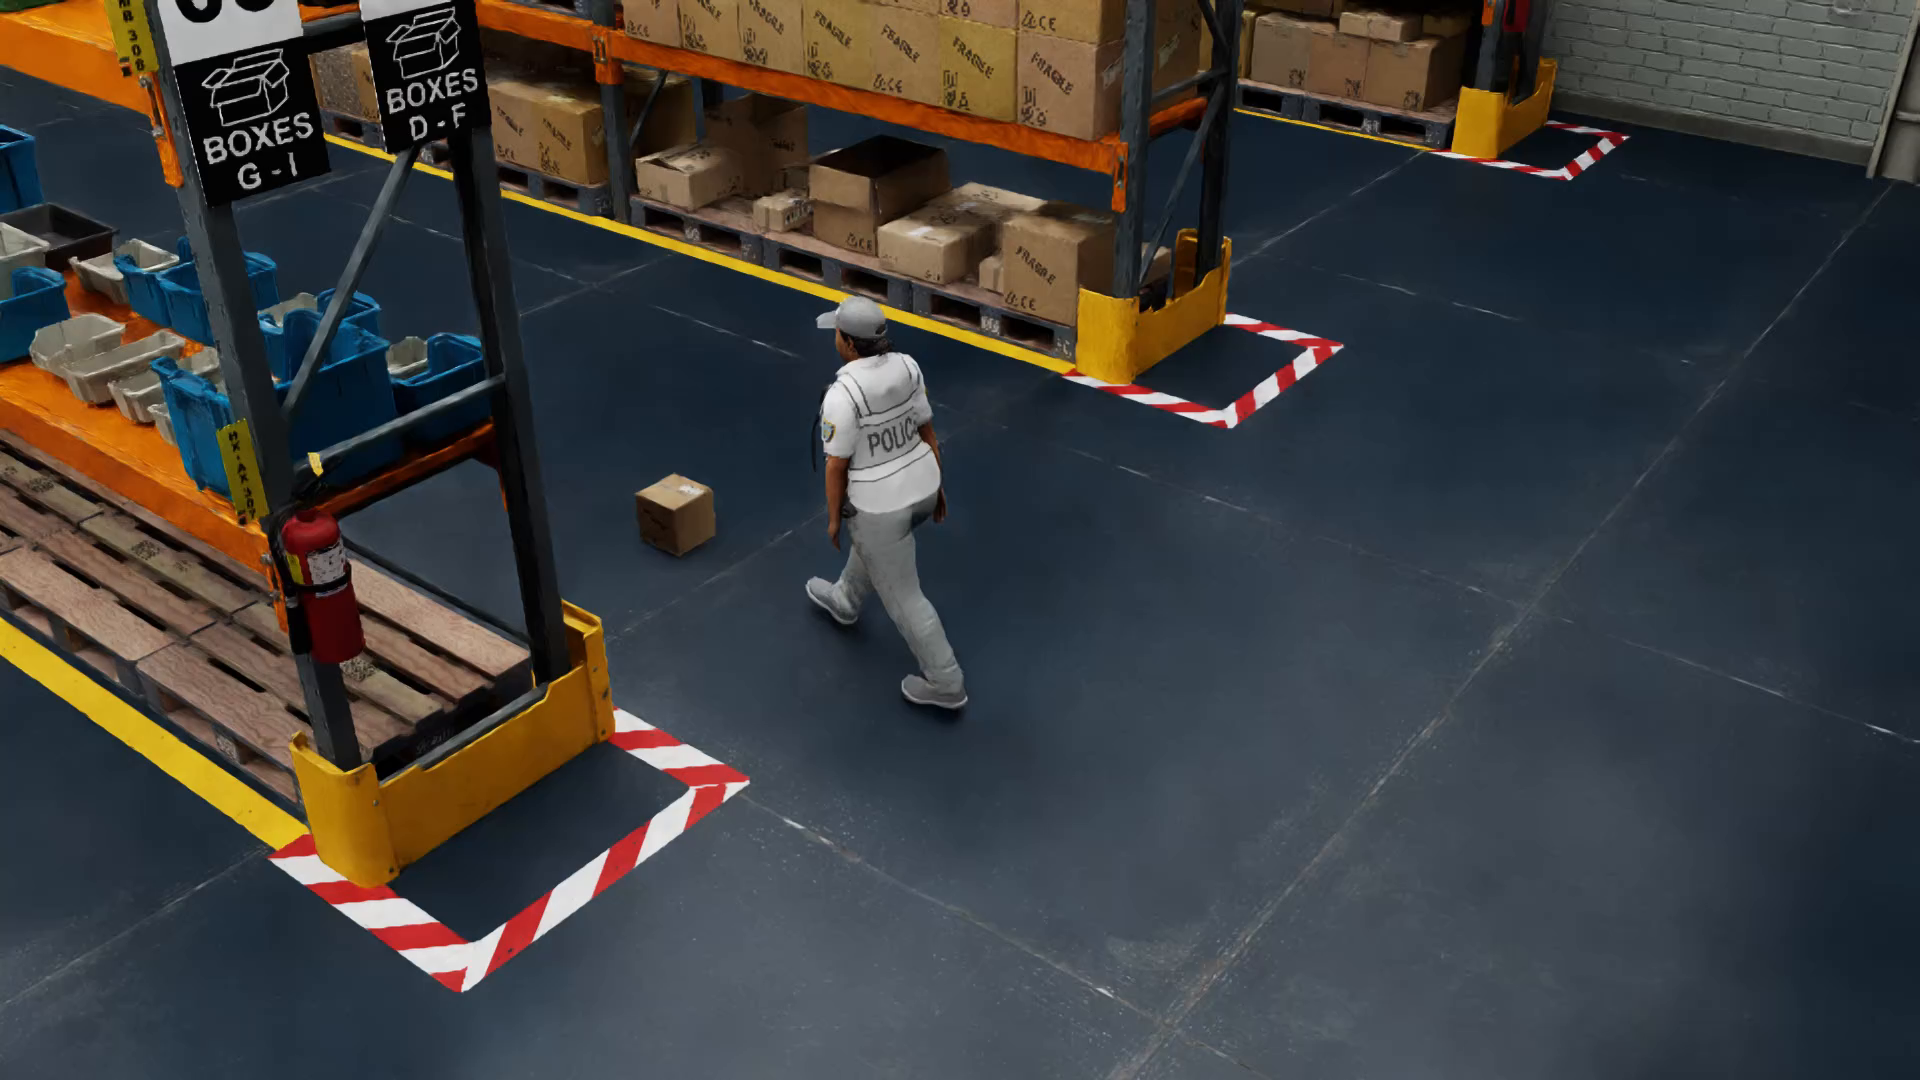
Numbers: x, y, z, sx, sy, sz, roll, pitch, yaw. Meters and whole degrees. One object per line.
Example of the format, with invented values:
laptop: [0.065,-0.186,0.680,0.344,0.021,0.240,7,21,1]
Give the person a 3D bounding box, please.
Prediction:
person: [-0.354,-0.190,6.457,1.046,1.586,0.487,23,38,32]
